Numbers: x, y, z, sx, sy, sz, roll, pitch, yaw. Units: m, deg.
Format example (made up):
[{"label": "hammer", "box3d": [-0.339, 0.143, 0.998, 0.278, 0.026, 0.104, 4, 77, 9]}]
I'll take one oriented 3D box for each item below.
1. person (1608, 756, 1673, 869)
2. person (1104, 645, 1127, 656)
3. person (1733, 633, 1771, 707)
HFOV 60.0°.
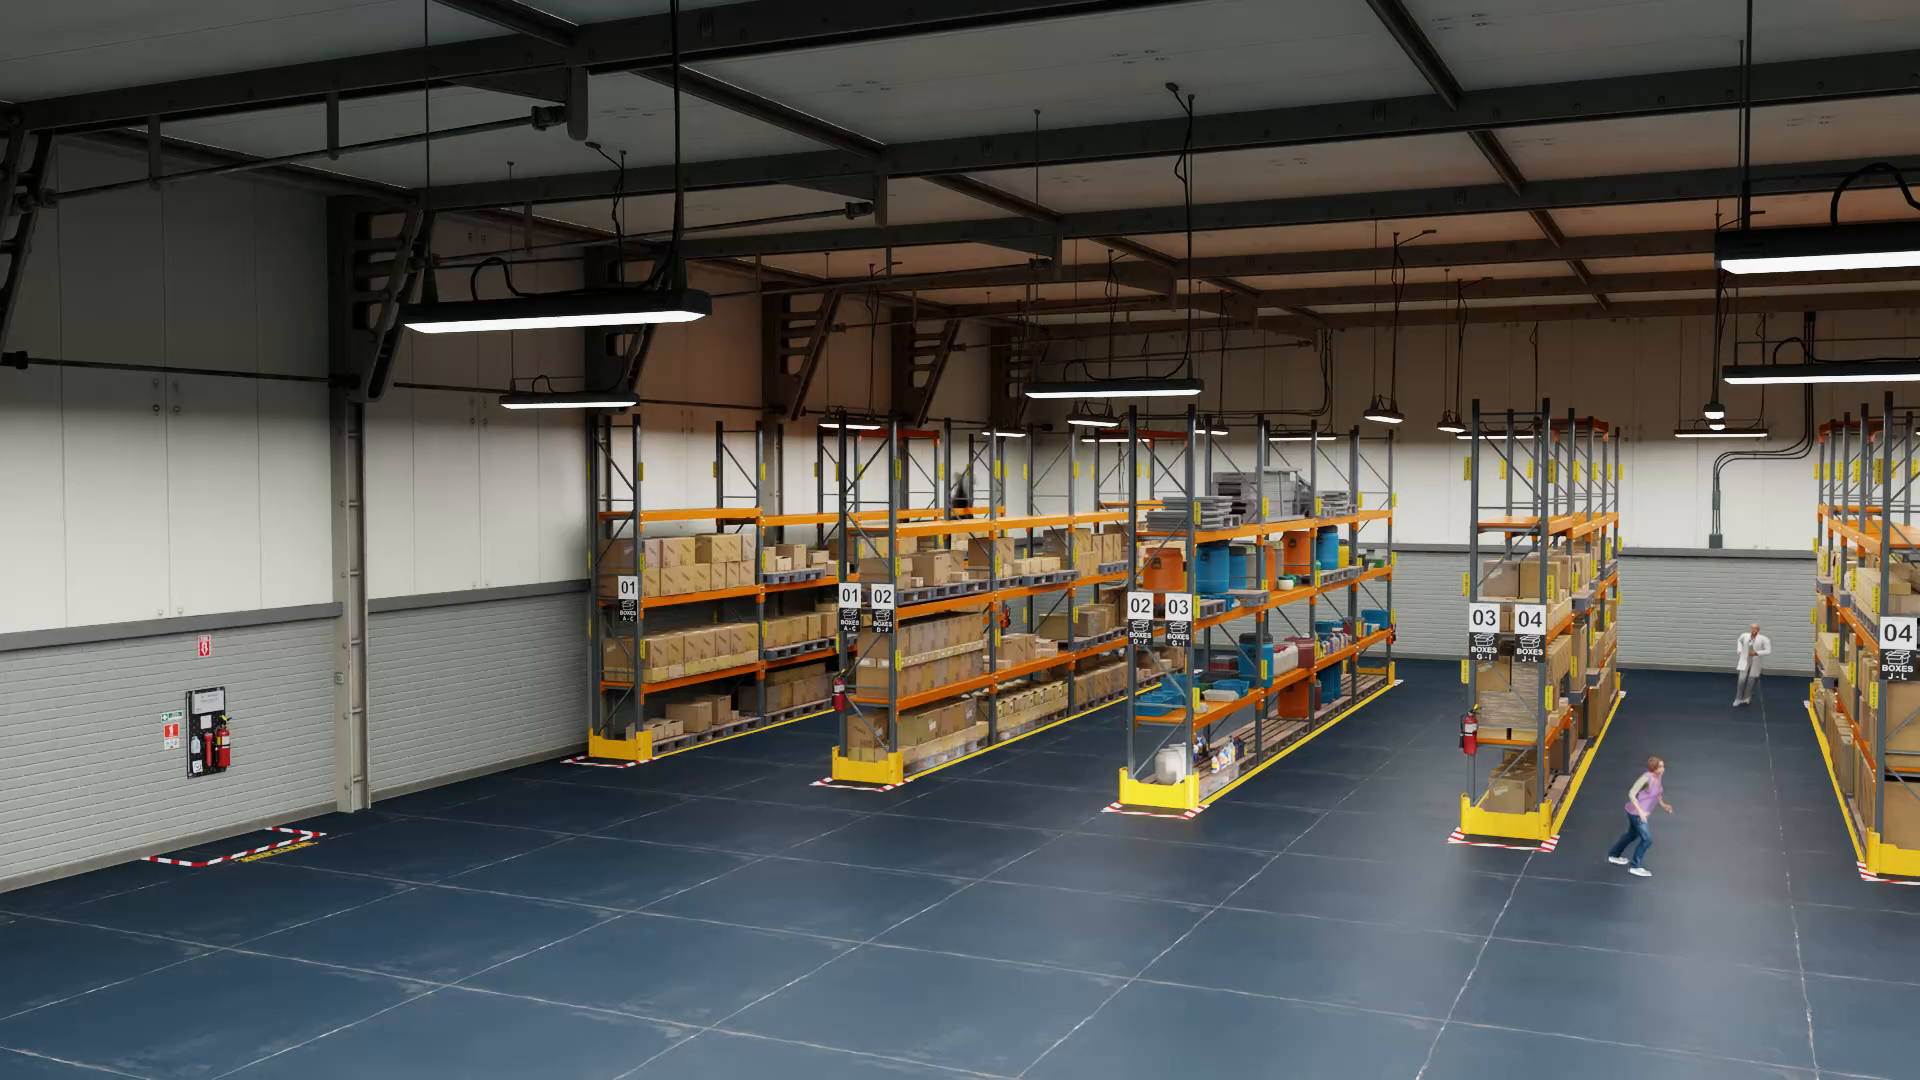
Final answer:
[{"label": "person", "box3d": [8.405, 3.365, 20.643, 0.793, 1.444, 0.510, 2, 3, 43]}, {"label": "person", "box3d": [3.920, 2.429, 42.667, 0.816, 1.644, 0.638, 0, 2, 0]}, {"label": "person", "box3d": [16.912, 2.771, 35.453, 0.708, 1.623, 0.715, 1, 3, 32]}]
